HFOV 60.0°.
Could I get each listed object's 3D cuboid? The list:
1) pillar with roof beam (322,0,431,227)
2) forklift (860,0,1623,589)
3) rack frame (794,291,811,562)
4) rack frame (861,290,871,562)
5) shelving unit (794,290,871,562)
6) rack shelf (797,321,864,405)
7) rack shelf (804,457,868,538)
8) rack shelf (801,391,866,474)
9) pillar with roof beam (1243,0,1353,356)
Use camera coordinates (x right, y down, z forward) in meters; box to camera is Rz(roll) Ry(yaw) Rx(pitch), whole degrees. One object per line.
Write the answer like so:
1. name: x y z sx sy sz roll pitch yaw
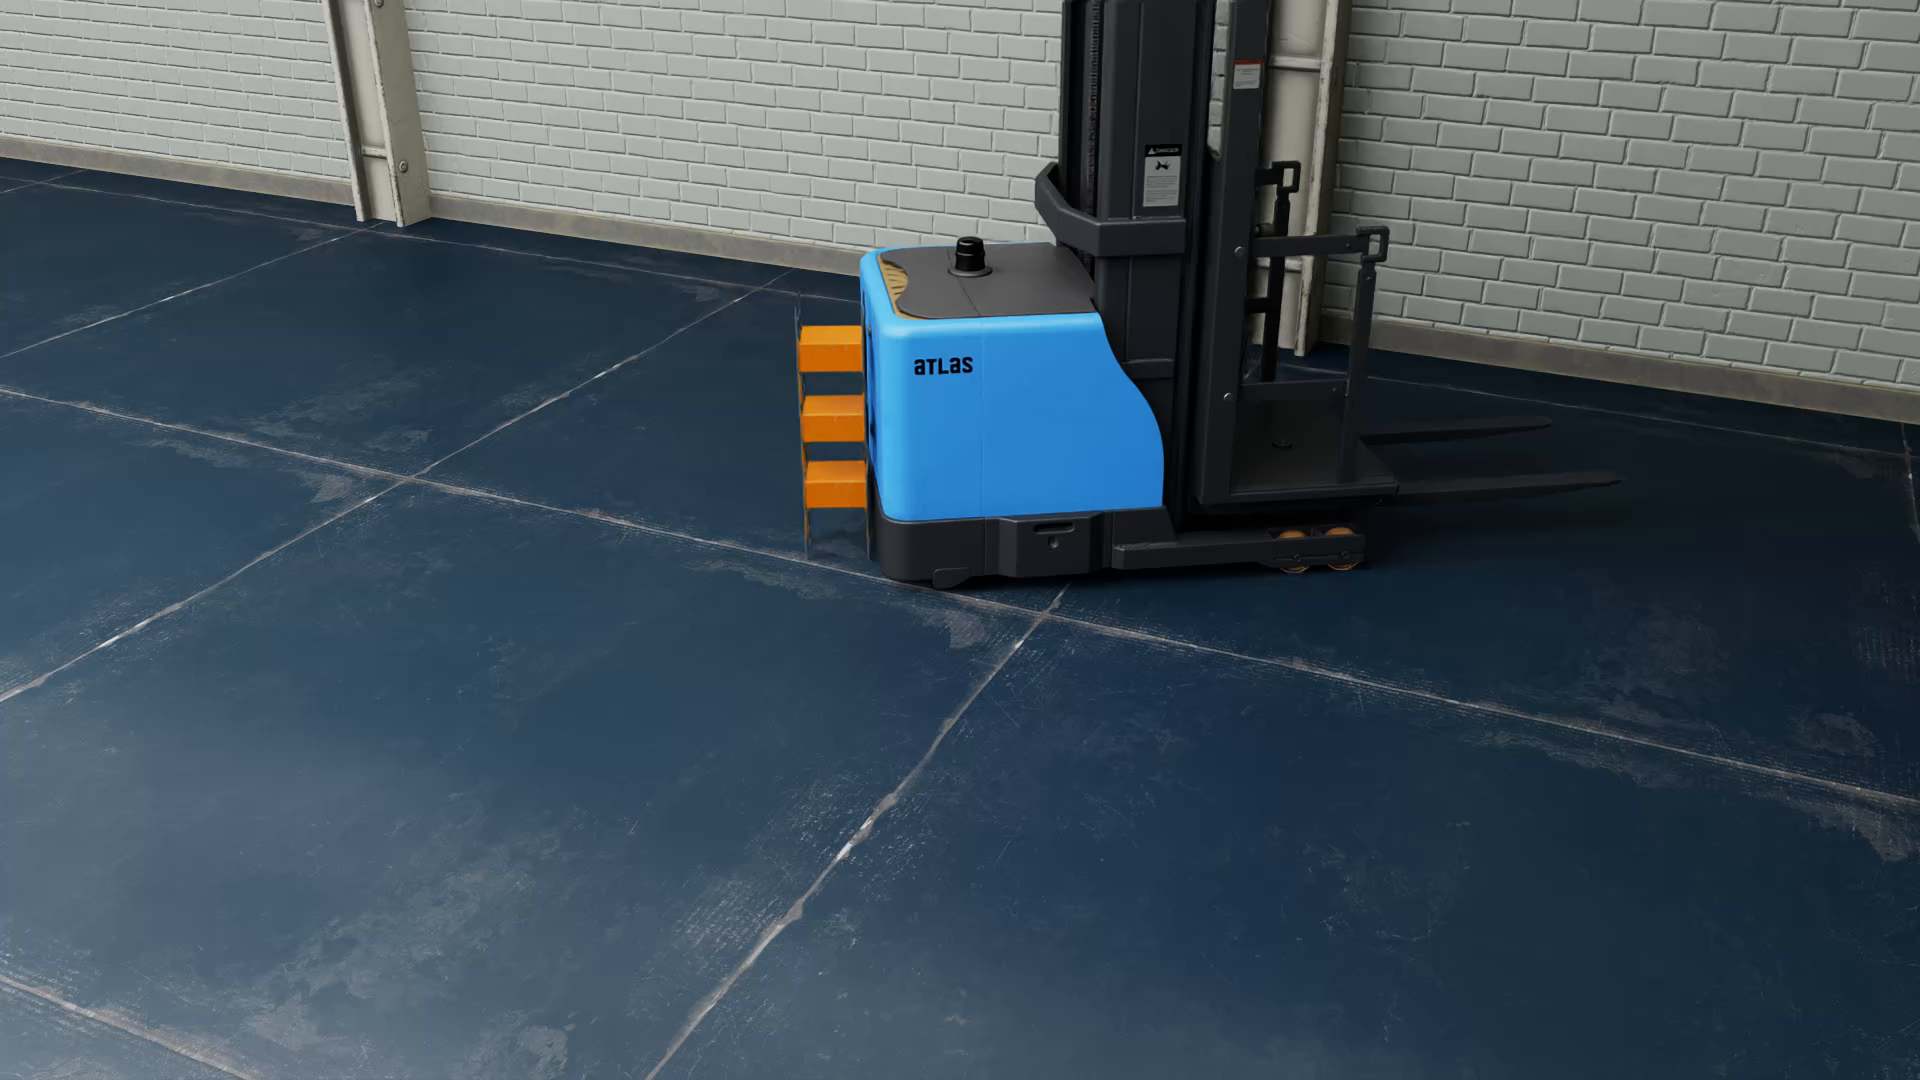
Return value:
1. pillar with roof beam: -5.557 -4.461 5.622 0.400 9.000 9.100 11 28 22
2. forklift: 1.144 -1.412 6.300 3.031 2.935 1.130 -4 26 -7
3. rack frame: -0.607 -0.427 6.429 0.008 1.050 0.200 -1 26 -1
4. rack frame: -0.363 -0.429 6.433 0.008 1.050 0.200 -1 26 -1
5. shelving unit: -0.485 -0.428 6.431 0.252 1.050 0.215 -1 26 -1
6. rack shelf: -0.485 -0.673 6.310 0.240 0.259 0.215 -1 26 -1
7. rack shelf: -0.485 -0.169 6.558 0.240 0.259 0.215 -1 26 -1
8. rack shelf: -0.485 -0.419 6.436 0.240 0.259 0.215 -1 26 -1
9. pillar with roof beam: -0.095 -3.364 3.394 0.400 9.000 9.100 11 28 22
